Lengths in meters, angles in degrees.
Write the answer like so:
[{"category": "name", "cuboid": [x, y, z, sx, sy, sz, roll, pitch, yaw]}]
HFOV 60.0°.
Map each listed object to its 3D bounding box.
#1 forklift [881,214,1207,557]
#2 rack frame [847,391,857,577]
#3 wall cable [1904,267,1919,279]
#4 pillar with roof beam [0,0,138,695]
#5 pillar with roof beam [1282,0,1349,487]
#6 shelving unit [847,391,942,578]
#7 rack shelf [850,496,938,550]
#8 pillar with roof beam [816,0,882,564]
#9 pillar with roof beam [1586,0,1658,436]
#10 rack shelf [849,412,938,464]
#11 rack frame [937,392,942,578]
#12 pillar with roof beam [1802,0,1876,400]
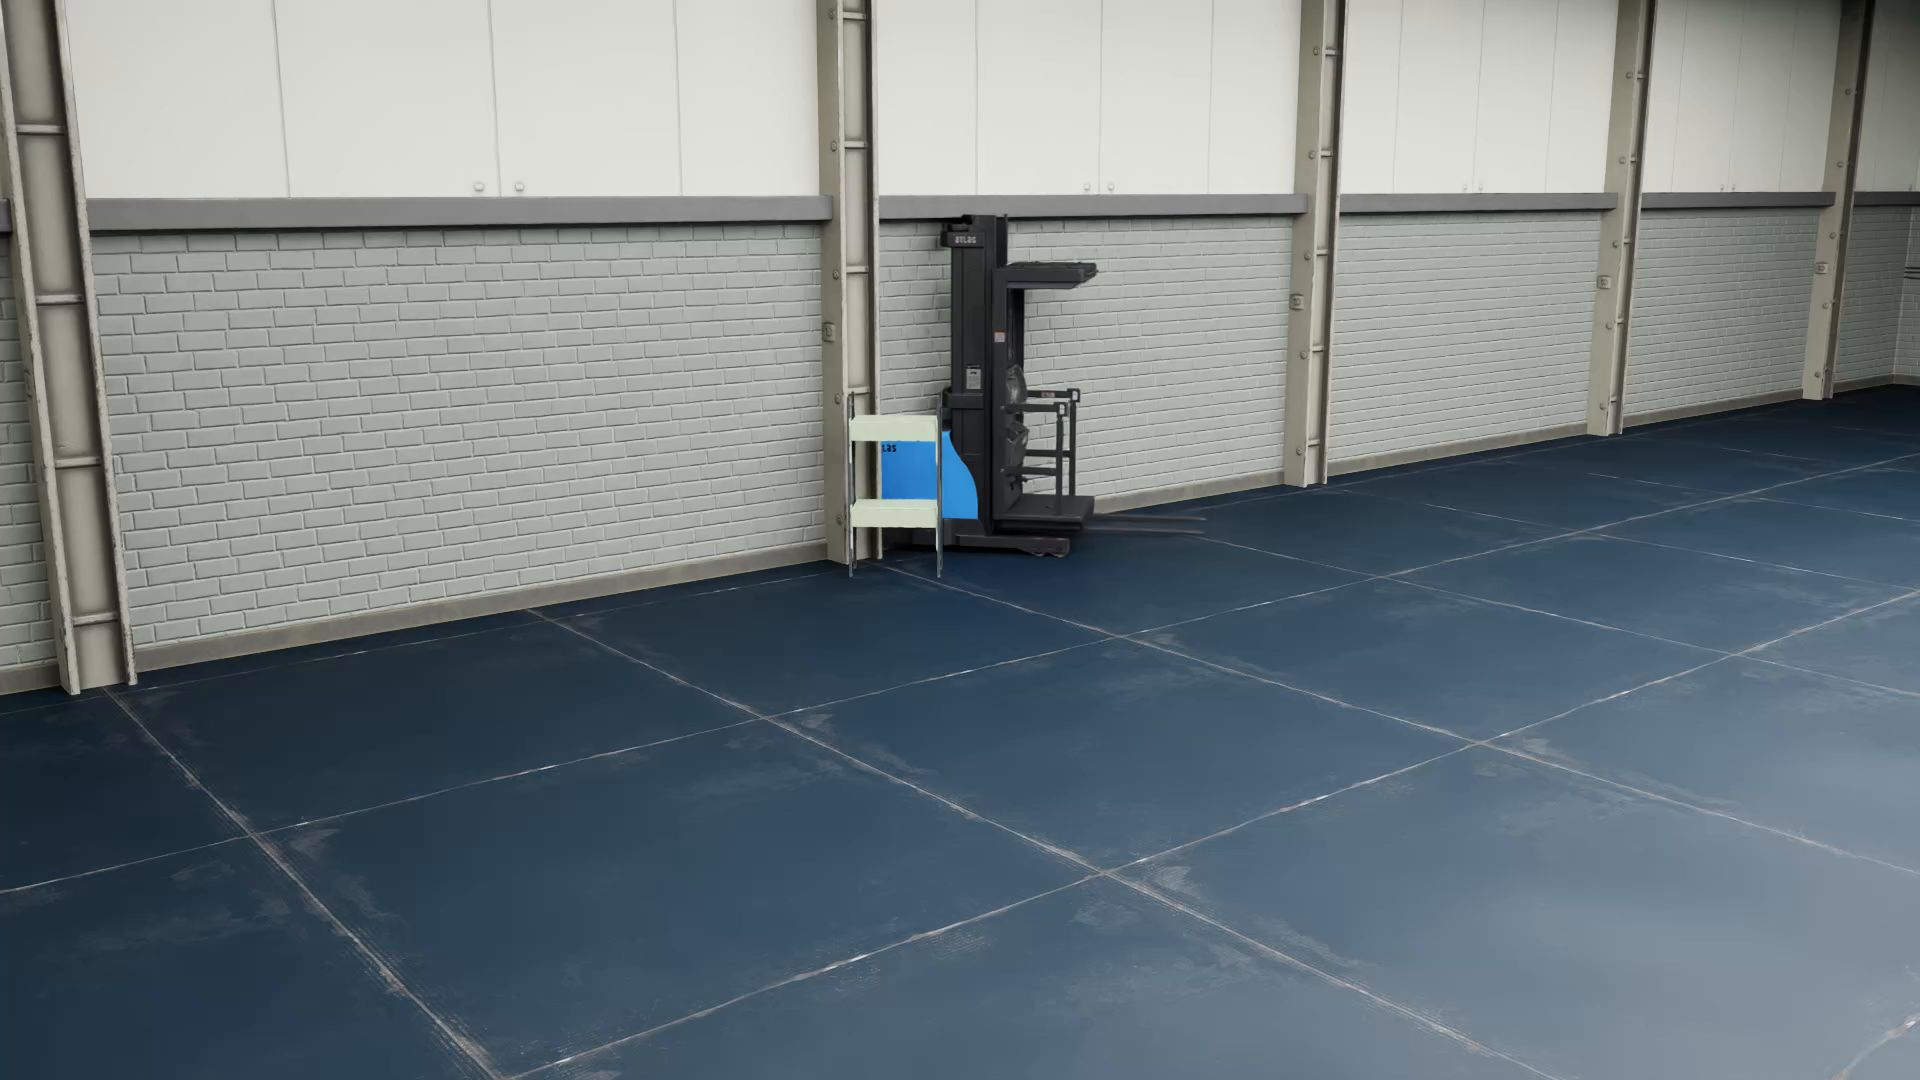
[{"category": "forklift", "cuboid": [0.690, -1.401, 14.791, 3.031, 2.935, 1.130, 2, 12, 10]}, {"category": "rack frame", "cuboid": [-0.901, -0.468, 13.844, 0.023, 1.500, 0.400, 0, 12, 2]}, {"category": "wall cable", "cuboid": [16.258, -5.227, 25.678, 0.112, 2.526, 3.097, -9, 15, -38]}, {"category": "pillar with roof beam", "cuboid": [-2.920, -2.766, 6.611, 0.400, 9.000, 9.100, -9, 15, -38]}, {"category": "pillar with roof beam", "cuboid": [6.451, -4.323, 13.944, 0.400, 9.000, 9.100, -9, 15, -38]}, {"category": "shelving unit", "cuboid": [-0.535, -0.465, 13.830, 0.755, 1.500, 0.431, 0, 12, 2]}, {"category": "rack shelf", "cuboid": [-0.535, -0.146, 13.898, 0.720, 0.370, 0.431, 0, 12, 2]}, {"category": "pillar with roof beam", "cuboid": [1.765, -3.544, 10.278, 0.400, 9.000, 9.100, -9, 15, -38]}, {"category": "pillar with roof beam", "cuboid": [11.136, -5.102, 17.611, 0.400, 9.000, 9.100, -9, 15, -38]}, {"category": "rack shelf", "cuboid": [-0.535, -0.847, 13.749, 0.720, 0.370, 0.431, 0, 12, 2]}, {"category": "rack frame", "cuboid": [-0.170, -0.462, 13.816, 0.023, 1.500, 0.400, 0, 12, 2]}, {"category": "pillar with roof beam", "cuboid": [15.821, -5.880, 21.277, 0.400, 9.000, 9.100, -9, 15, -38]}]
